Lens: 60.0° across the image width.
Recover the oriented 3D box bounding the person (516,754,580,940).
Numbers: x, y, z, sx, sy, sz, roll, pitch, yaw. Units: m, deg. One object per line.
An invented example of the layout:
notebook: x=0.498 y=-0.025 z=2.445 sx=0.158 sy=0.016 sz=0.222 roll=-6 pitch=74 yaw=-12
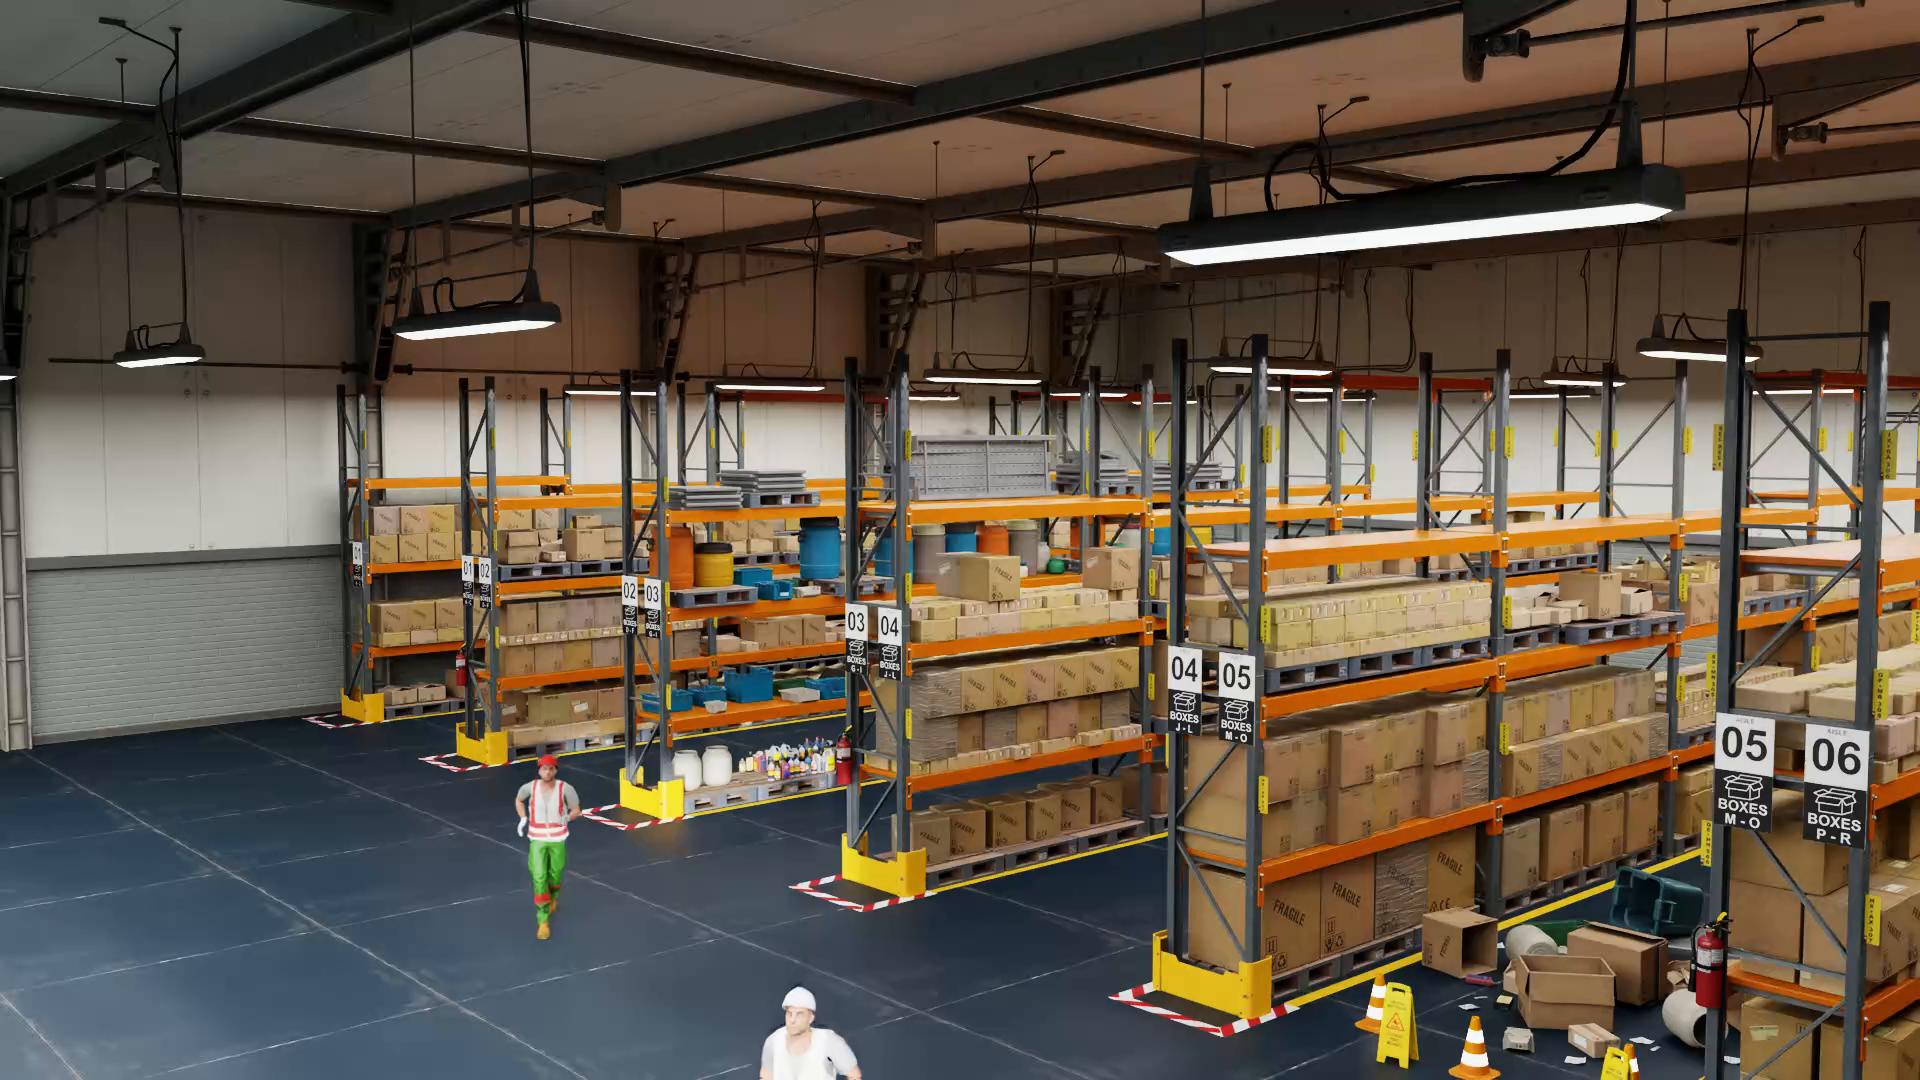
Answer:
person: x=-4.270 y=3.119 z=17.258 sx=0.651 sy=1.807 sz=0.979 roll=-1 pitch=4 yaw=-15

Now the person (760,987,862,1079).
person: x=-0.924 y=3.603 z=10.254 sx=0.657 sy=1.781 sz=0.821 roll=1 pitch=4 yaw=9
